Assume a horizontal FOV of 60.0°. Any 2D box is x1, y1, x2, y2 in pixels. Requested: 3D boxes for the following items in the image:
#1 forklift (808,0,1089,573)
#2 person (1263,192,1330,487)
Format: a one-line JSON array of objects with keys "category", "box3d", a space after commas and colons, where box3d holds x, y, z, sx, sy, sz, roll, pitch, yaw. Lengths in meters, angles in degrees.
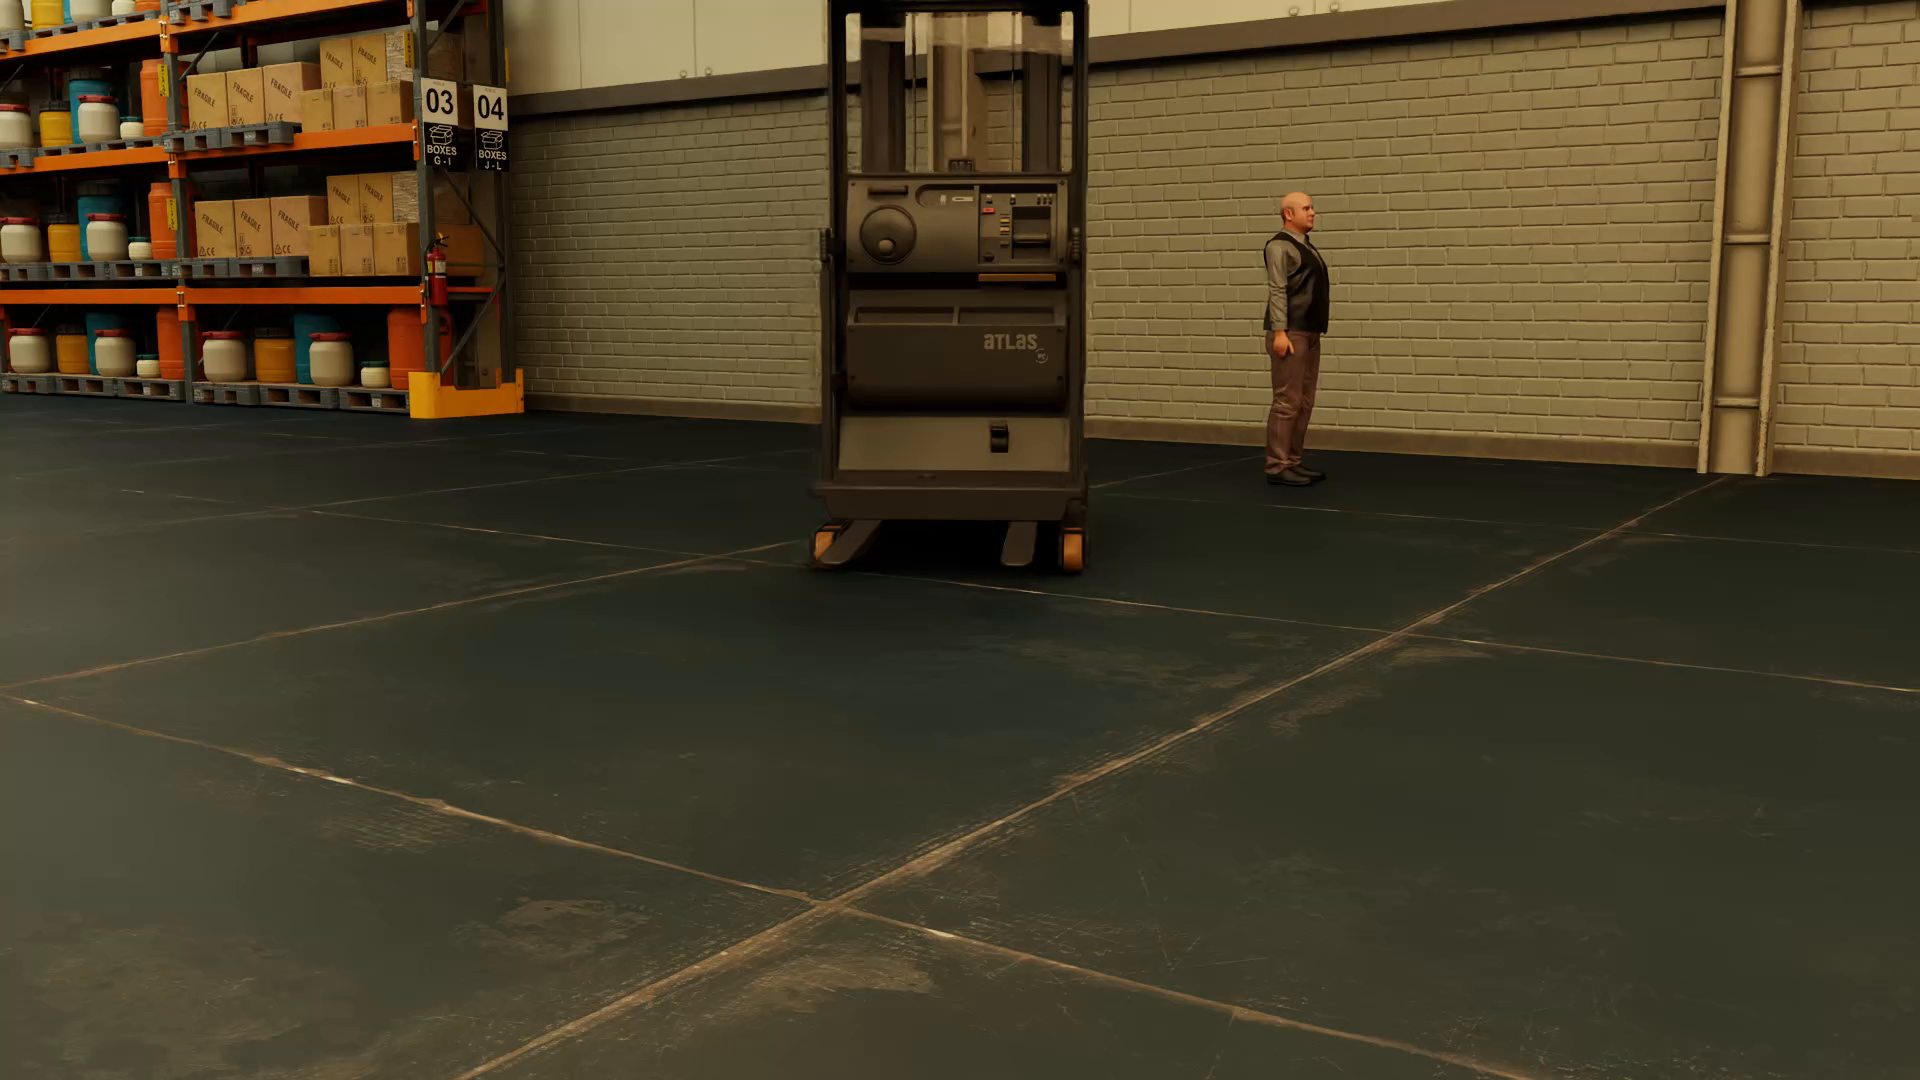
[{"category": "forklift", "box3d": [-0.024, -1.364, 6.786, 1.130, 2.935, 3.031, 1, 8, 4]}, {"category": "person", "box3d": [2.016, -1.203, 9.949, 0.367, 1.725, 0.541, 5, 9, 29]}]
